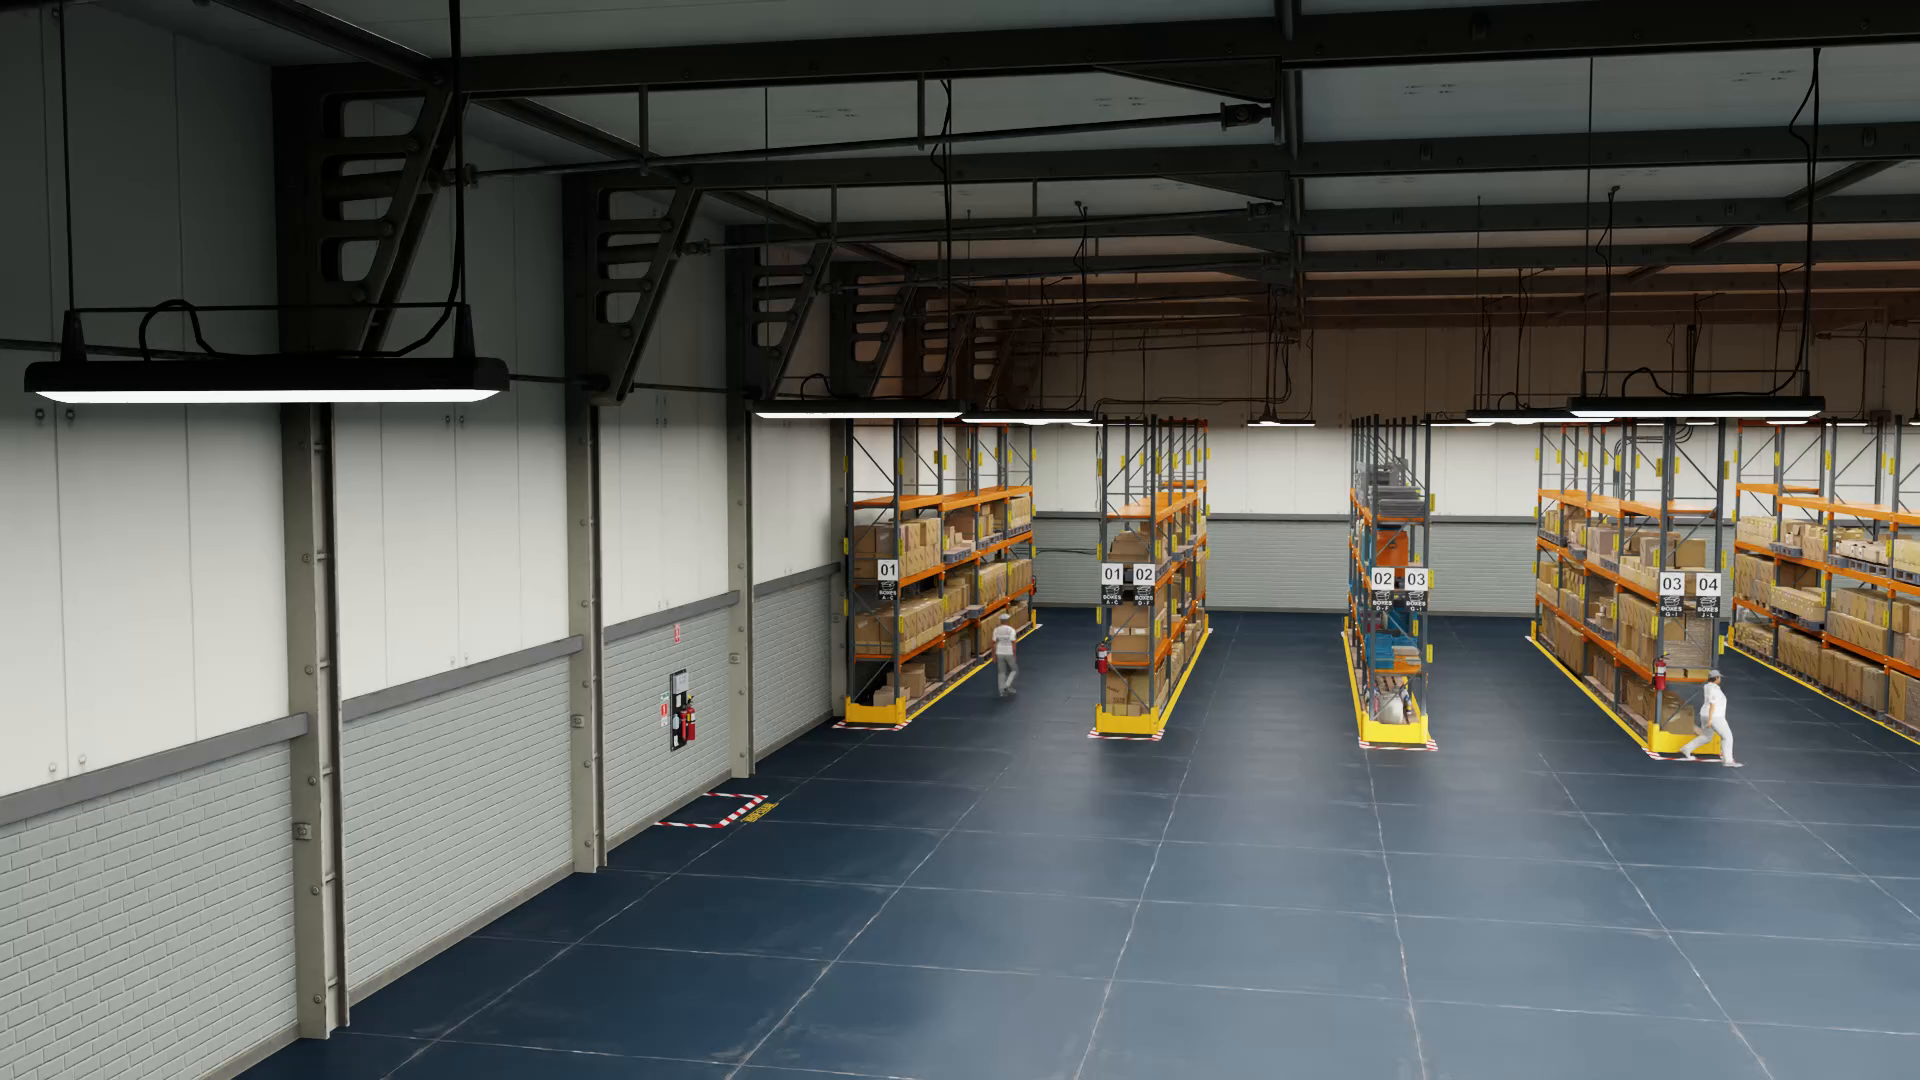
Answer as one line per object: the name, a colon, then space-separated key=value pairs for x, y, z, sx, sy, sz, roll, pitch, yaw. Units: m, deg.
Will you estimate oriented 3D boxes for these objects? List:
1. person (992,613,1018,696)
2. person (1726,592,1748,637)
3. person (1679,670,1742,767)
person: x=0.963 y=2.465 z=35.614 sx=0.587 sy=1.758 sz=0.466 roll=2 pitch=4 yaw=22
person: x=21.196 y=1.821 z=45.031 sx=0.843 sy=1.704 sz=0.546 roll=1 pitch=4 yaw=11
person: x=12.817 y=3.023 z=28.359 sx=0.906 sy=1.614 sz=0.505 roll=0 pitch=4 yaw=6
